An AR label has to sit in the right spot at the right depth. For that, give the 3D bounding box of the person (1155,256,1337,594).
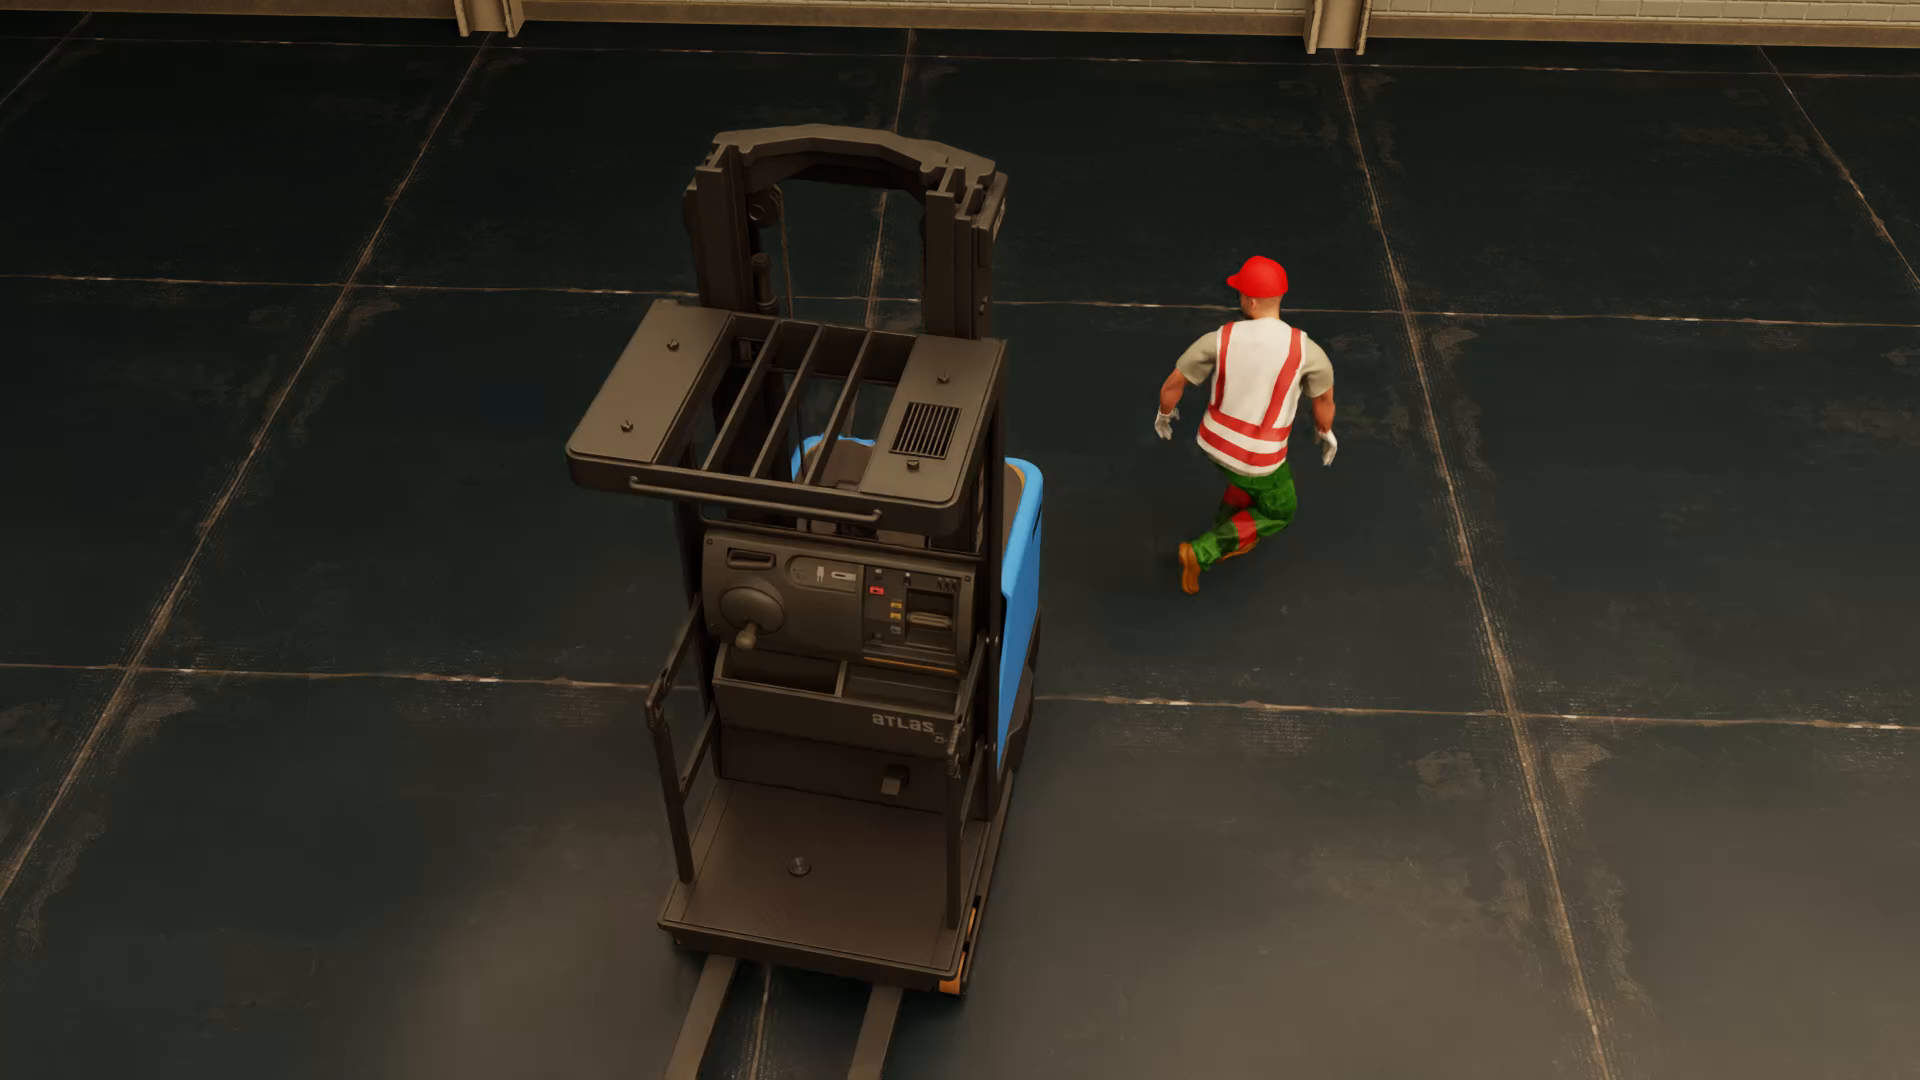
[{"bbox_3d":[1.193,-0.479,7.308,0.710,1.559,0.725,31,51,30],"label":"person"}]

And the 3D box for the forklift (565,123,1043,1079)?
[{"bbox_3d":[-0.453,0.300,5.414,1.130,2.935,3.031,8,43,9],"label":"forklift"}]
